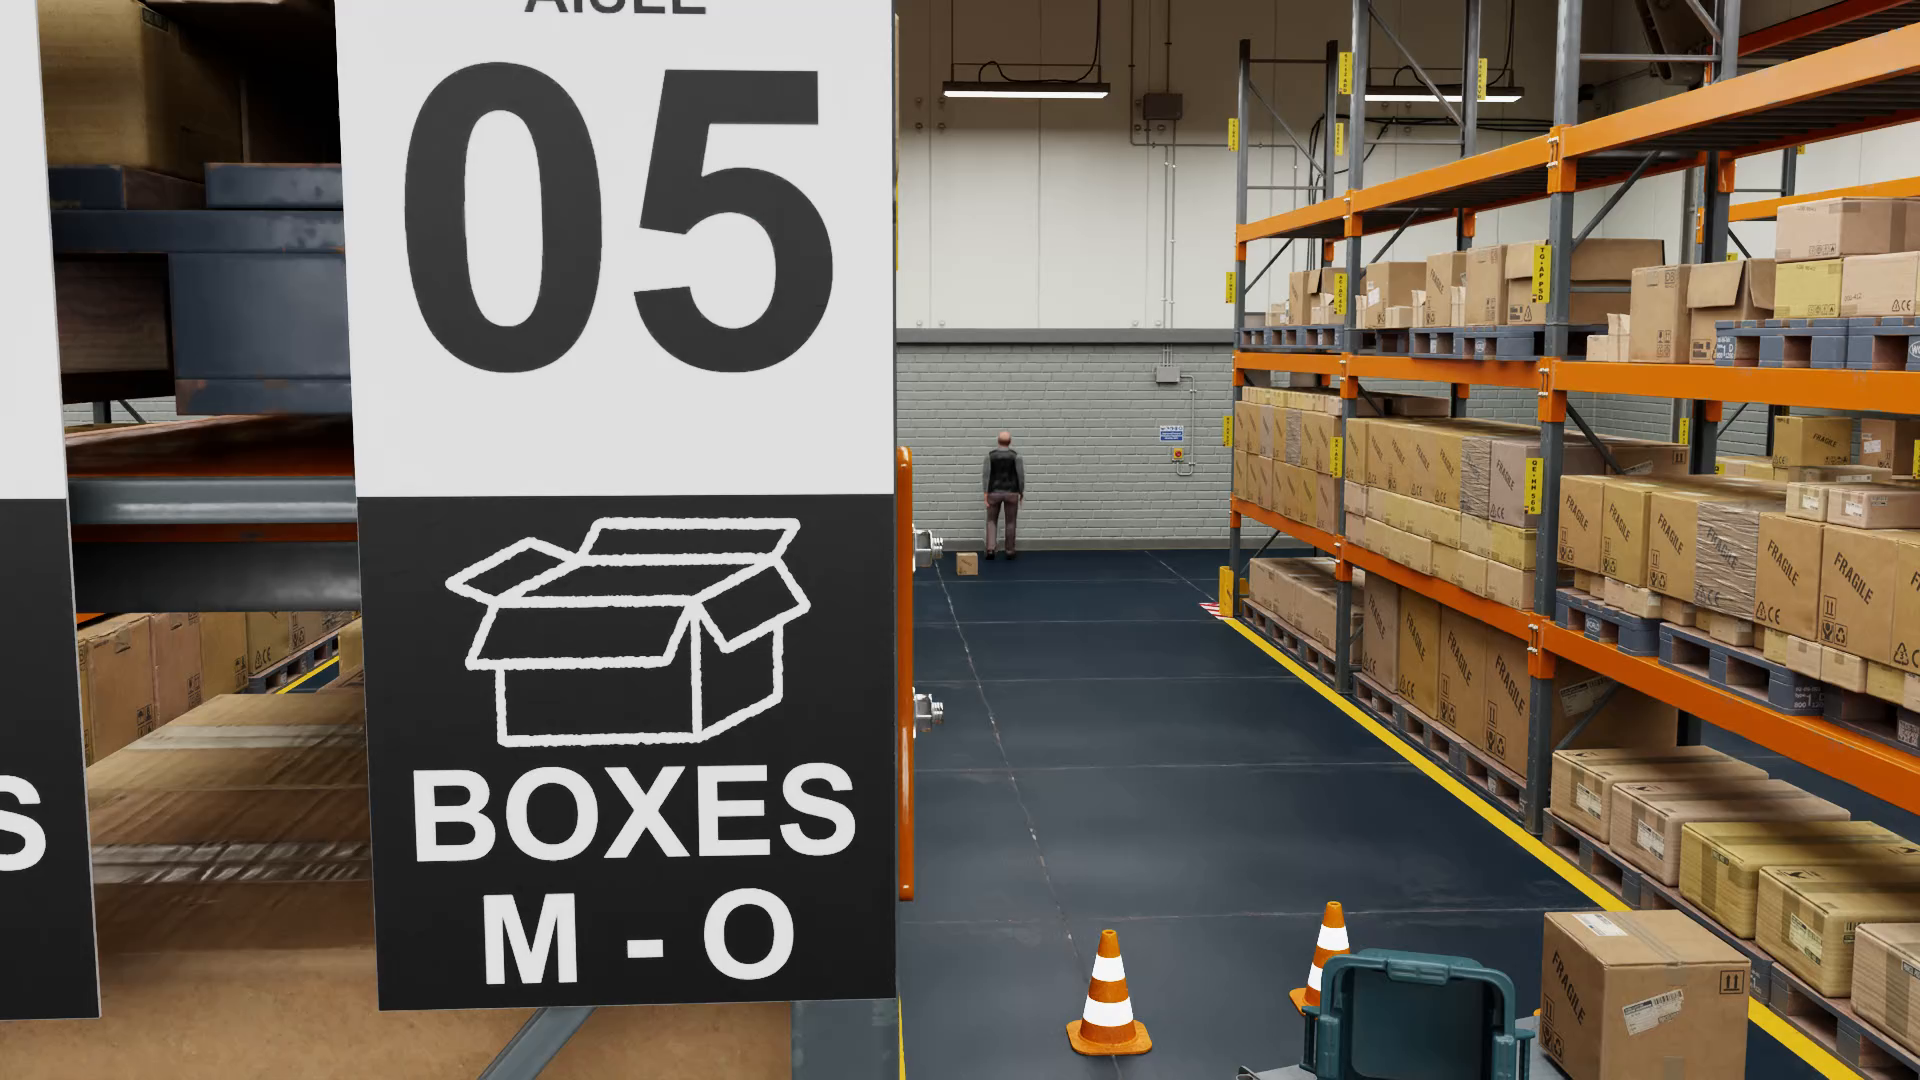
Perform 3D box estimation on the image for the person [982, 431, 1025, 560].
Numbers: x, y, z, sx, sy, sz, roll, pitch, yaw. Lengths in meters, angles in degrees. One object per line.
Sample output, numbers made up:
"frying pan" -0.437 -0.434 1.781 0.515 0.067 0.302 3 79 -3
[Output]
"person" 0.590 -0.584 22.260 0.561 1.757 0.510 1 7 6
